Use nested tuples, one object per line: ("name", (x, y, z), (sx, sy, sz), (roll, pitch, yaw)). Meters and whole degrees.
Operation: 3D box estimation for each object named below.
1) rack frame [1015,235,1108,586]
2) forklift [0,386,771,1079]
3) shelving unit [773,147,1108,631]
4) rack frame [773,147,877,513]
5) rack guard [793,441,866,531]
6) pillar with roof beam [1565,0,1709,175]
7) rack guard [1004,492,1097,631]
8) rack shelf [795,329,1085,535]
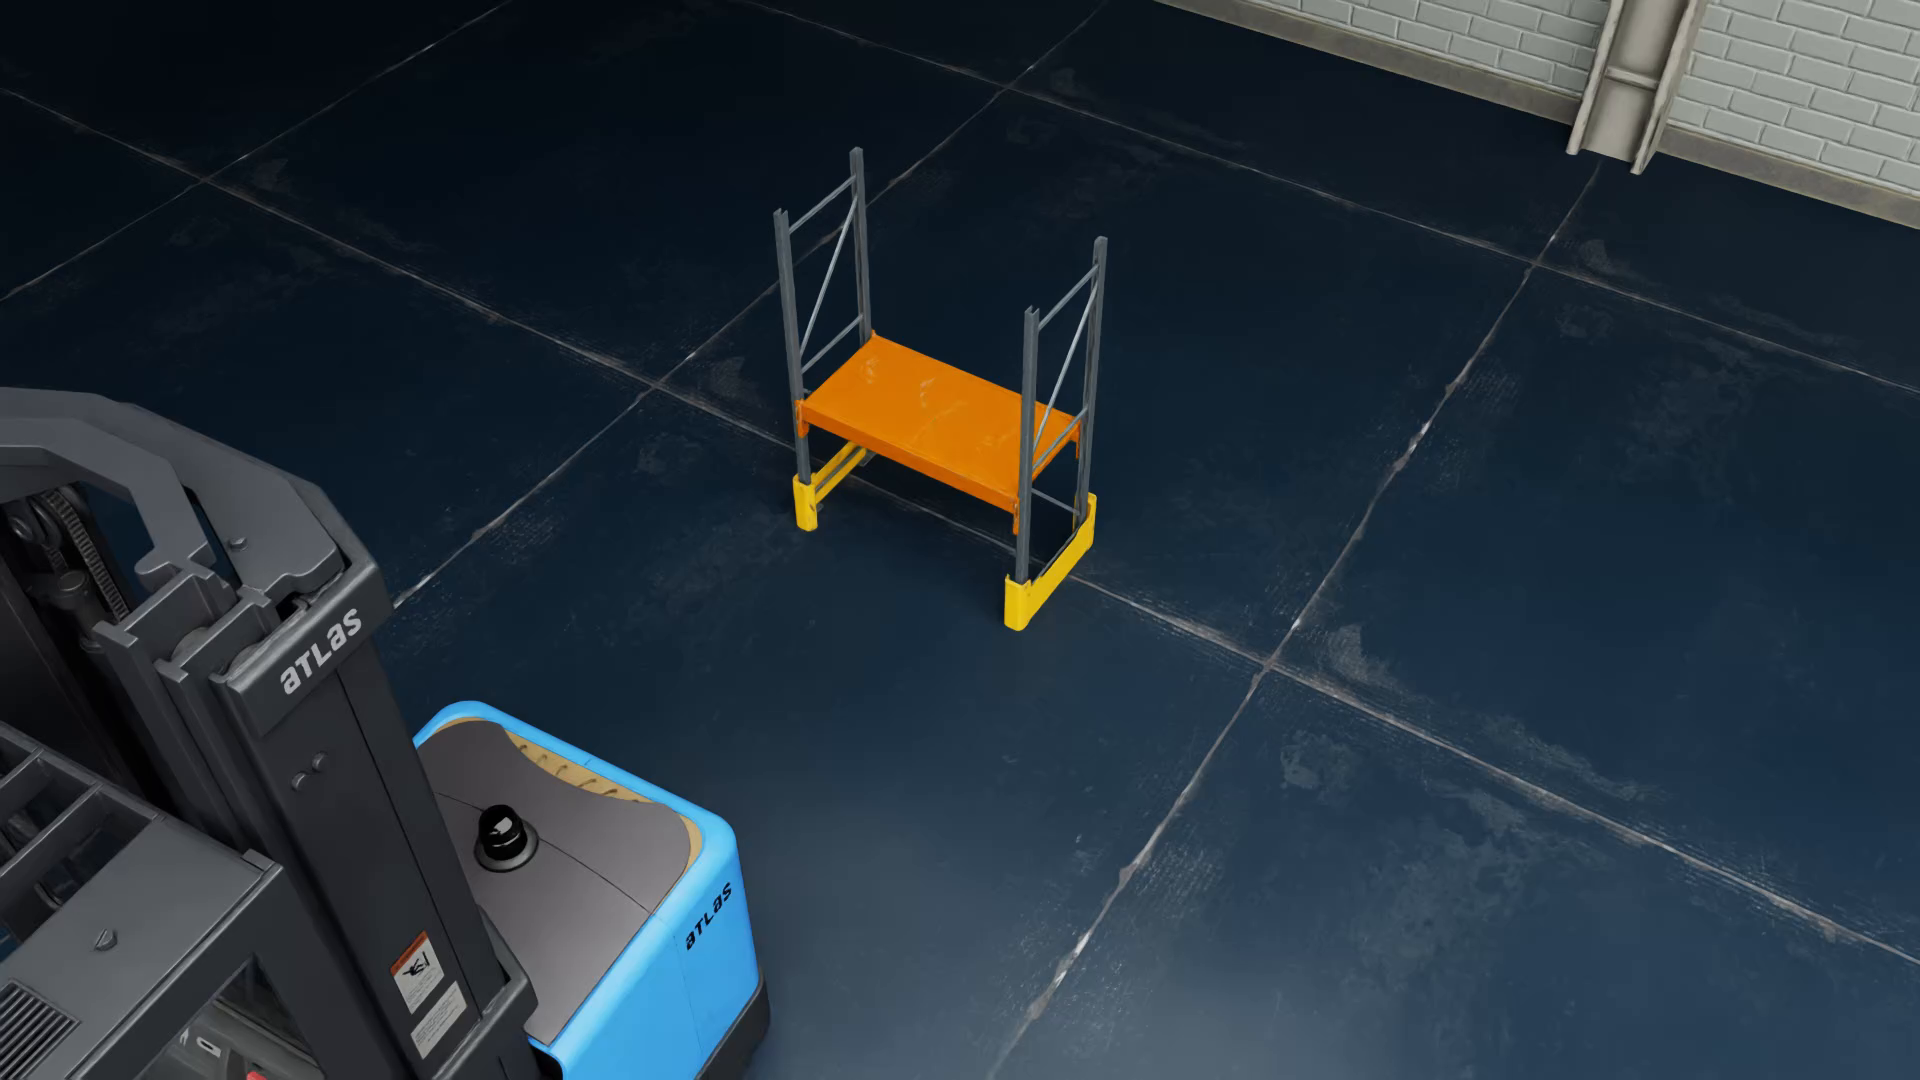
("rack frame", (0.356, -0.359, 6.053), (0.032, 1.500, 0.500), (25, 51, 22))
("forklift", (-1.742, 1.263, 3.479), (1.130, 2.935, 3.031), (21, 50, 20))
("shelving unit", (-0.064, -0.552, 6.241), (1.083, 1.500, 0.587), (25, 51, 22))
("rack frame", (-0.500, -0.753, 6.435), (0.032, 1.500, 0.500), (25, 51, 22))
("rack guard", (-0.483, -0.309, 6.876), (0.087, 0.250, 0.587), (25, 51, 22))
("pillar with roof beam", (1.101, -2.588, 2.990), (0.400, 9.000, 9.100), (25, 51, 22))
("rack guard", (0.355, 0.076, 6.502), (0.087, 0.250, 0.587), (25, 51, 22))
("rack shelf", (-0.072, -0.430, 6.373), (1.000, 0.185, 0.538), (25, 51, 22))
